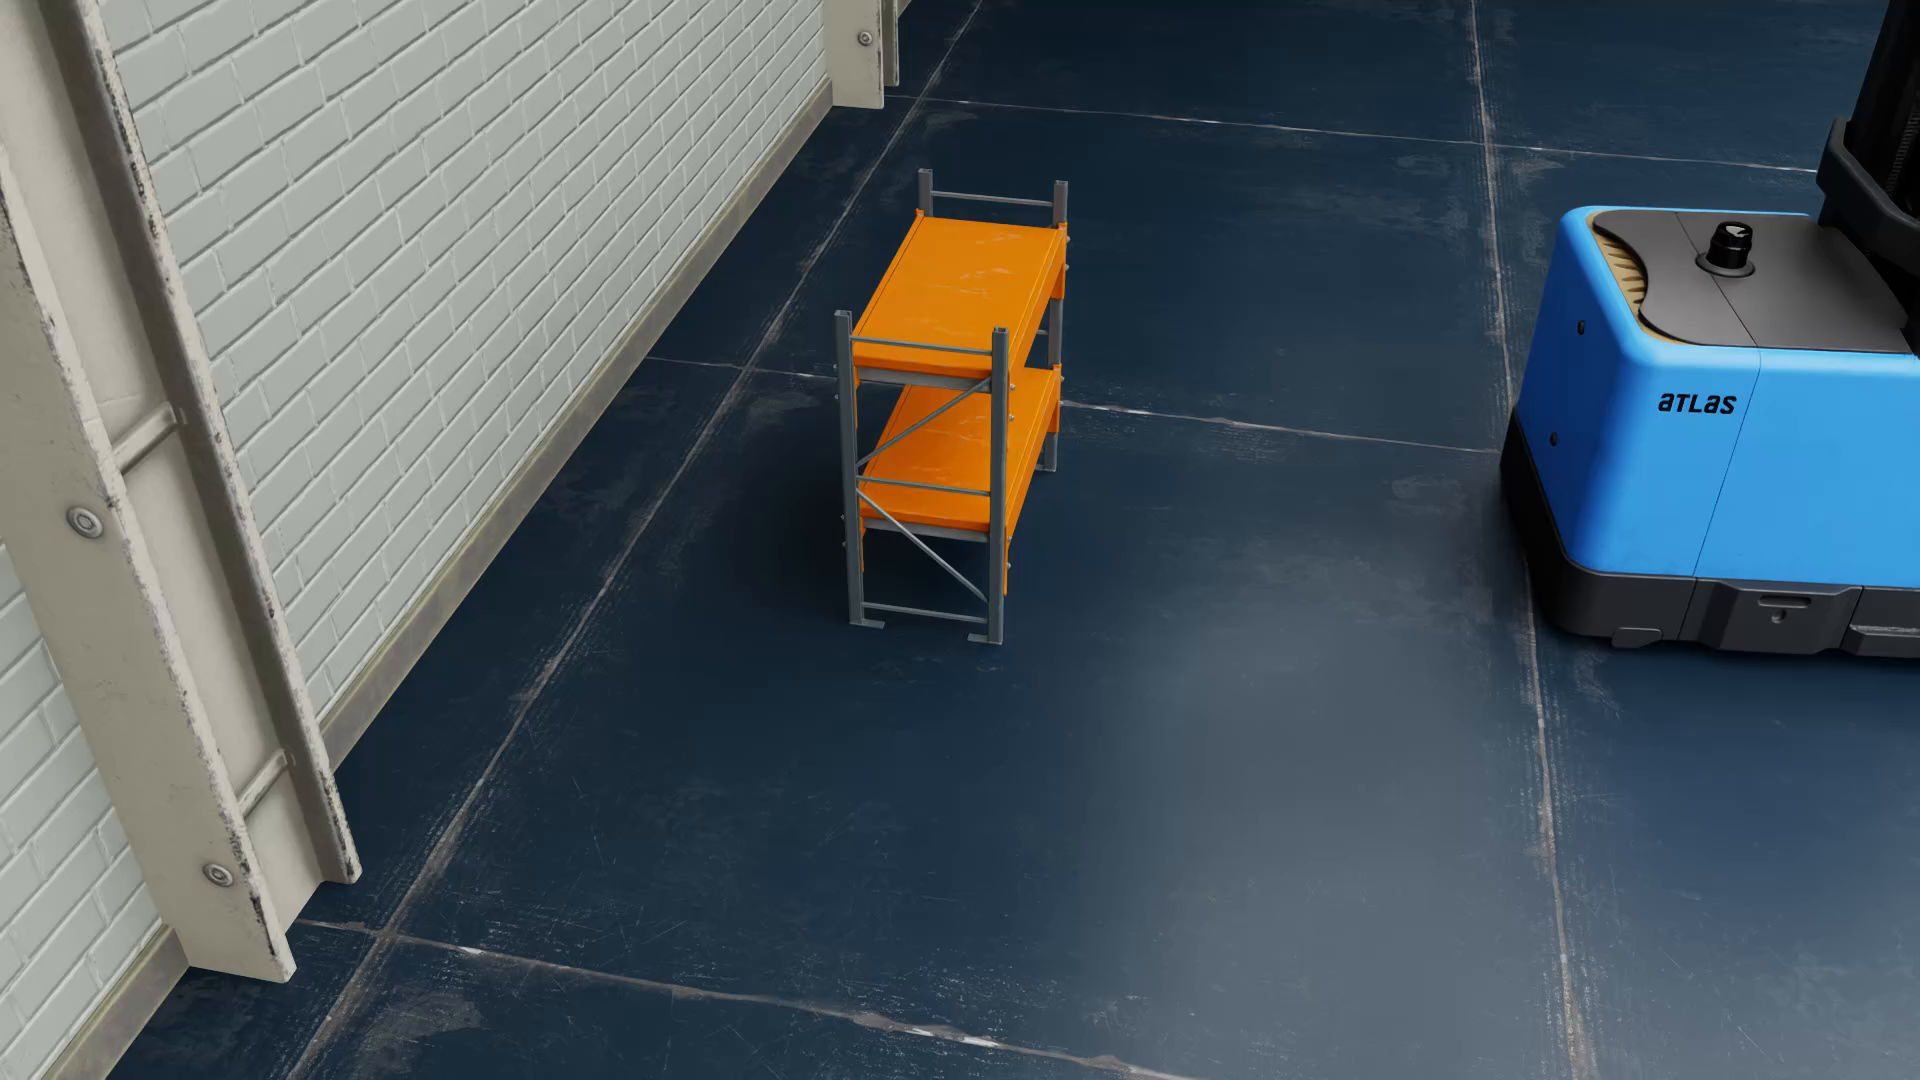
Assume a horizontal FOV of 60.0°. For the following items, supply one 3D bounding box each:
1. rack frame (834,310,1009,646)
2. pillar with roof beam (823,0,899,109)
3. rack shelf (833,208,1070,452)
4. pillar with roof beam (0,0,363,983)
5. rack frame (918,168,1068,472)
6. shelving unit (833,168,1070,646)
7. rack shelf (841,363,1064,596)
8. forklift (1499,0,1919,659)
[{"bbox_3d":[-0.110,-0.160,5.012,0.500,1.125,0.032,7,37,10],"label":"rack frame"},{"bbox_3d":[3.675,-5.556,5.747,9.100,9.000,0.400,7,37,10],"label":"pillar with roof beam"},{"bbox_3d":[-0.001,-0.689,5.243,0.538,0.278,1.000,7,37,10],"label":"rack shelf"},{"bbox_3d":[2.394,-2.116,1.001,9.100,9.000,0.400,7,37,10],"label":"pillar with roof beam"},{"bbox_3d":[0.107,-0.743,5.817,0.500,1.125,0.032,7,37,10],"label":"rack frame"},{"bbox_3d":[-0.001,-0.452,5.415,0.538,1.125,1.048,7,37,10],"label":"shelving unit"},{"bbox_3d":[-0.001,-0.254,5.558,0.538,0.278,1.000,7,37,10],"label":"rack shelf"},{"bbox_3d":[3.416,-1.065,4.721,3.031,2.935,1.130,3,36,4],"label":"forklift"}]
